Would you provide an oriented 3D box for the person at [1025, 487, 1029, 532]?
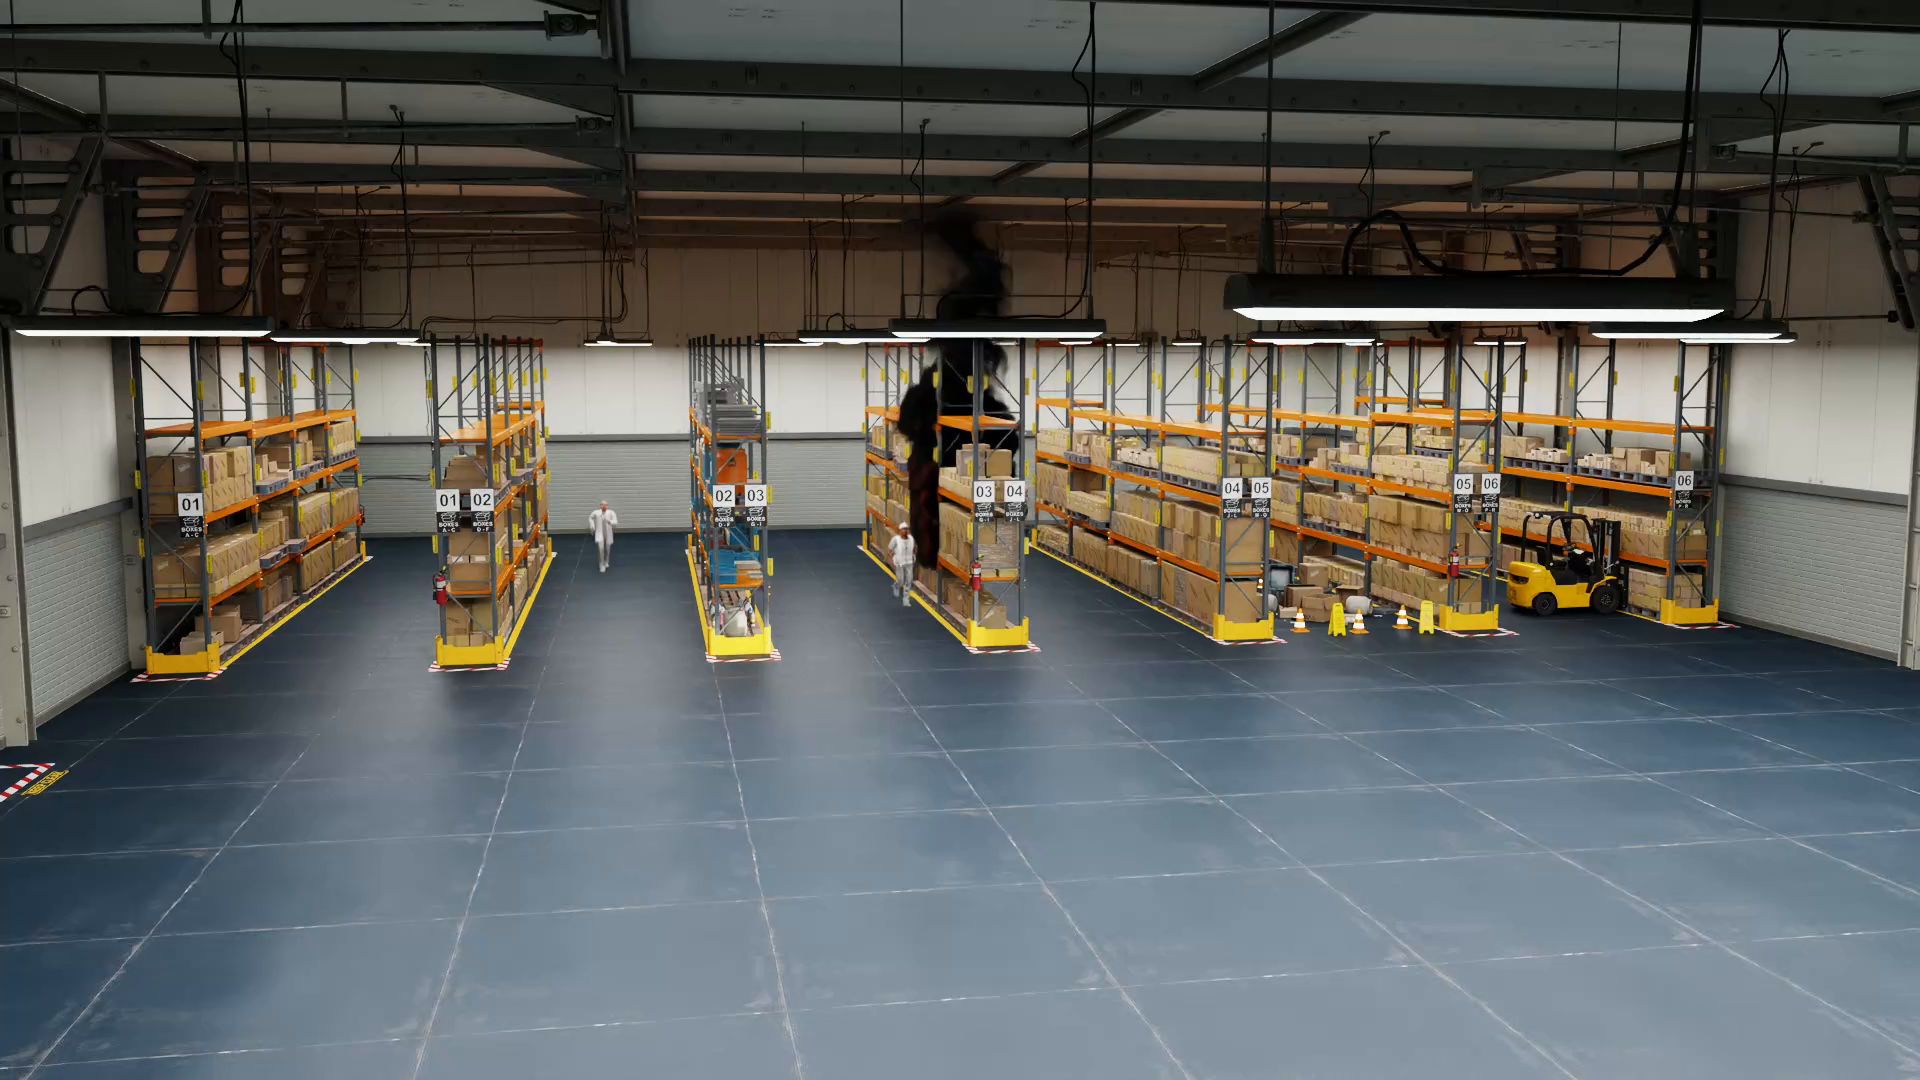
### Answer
[{"bbox_3d":[1.787,-0.799,49.840,0.527,1.633,0.732,0,7,-1],"label":"person"}]

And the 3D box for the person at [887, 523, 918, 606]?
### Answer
[{"bbox_3d":[-1.190,0.517,35.325,0.702,1.767,0.804,-3,7,-22],"label":"person"}]

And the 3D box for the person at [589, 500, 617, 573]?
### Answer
[{"bbox_3d":[-9.238,-0.111,43.150,0.681,1.838,0.902,-2,7,-20],"label":"person"}]
